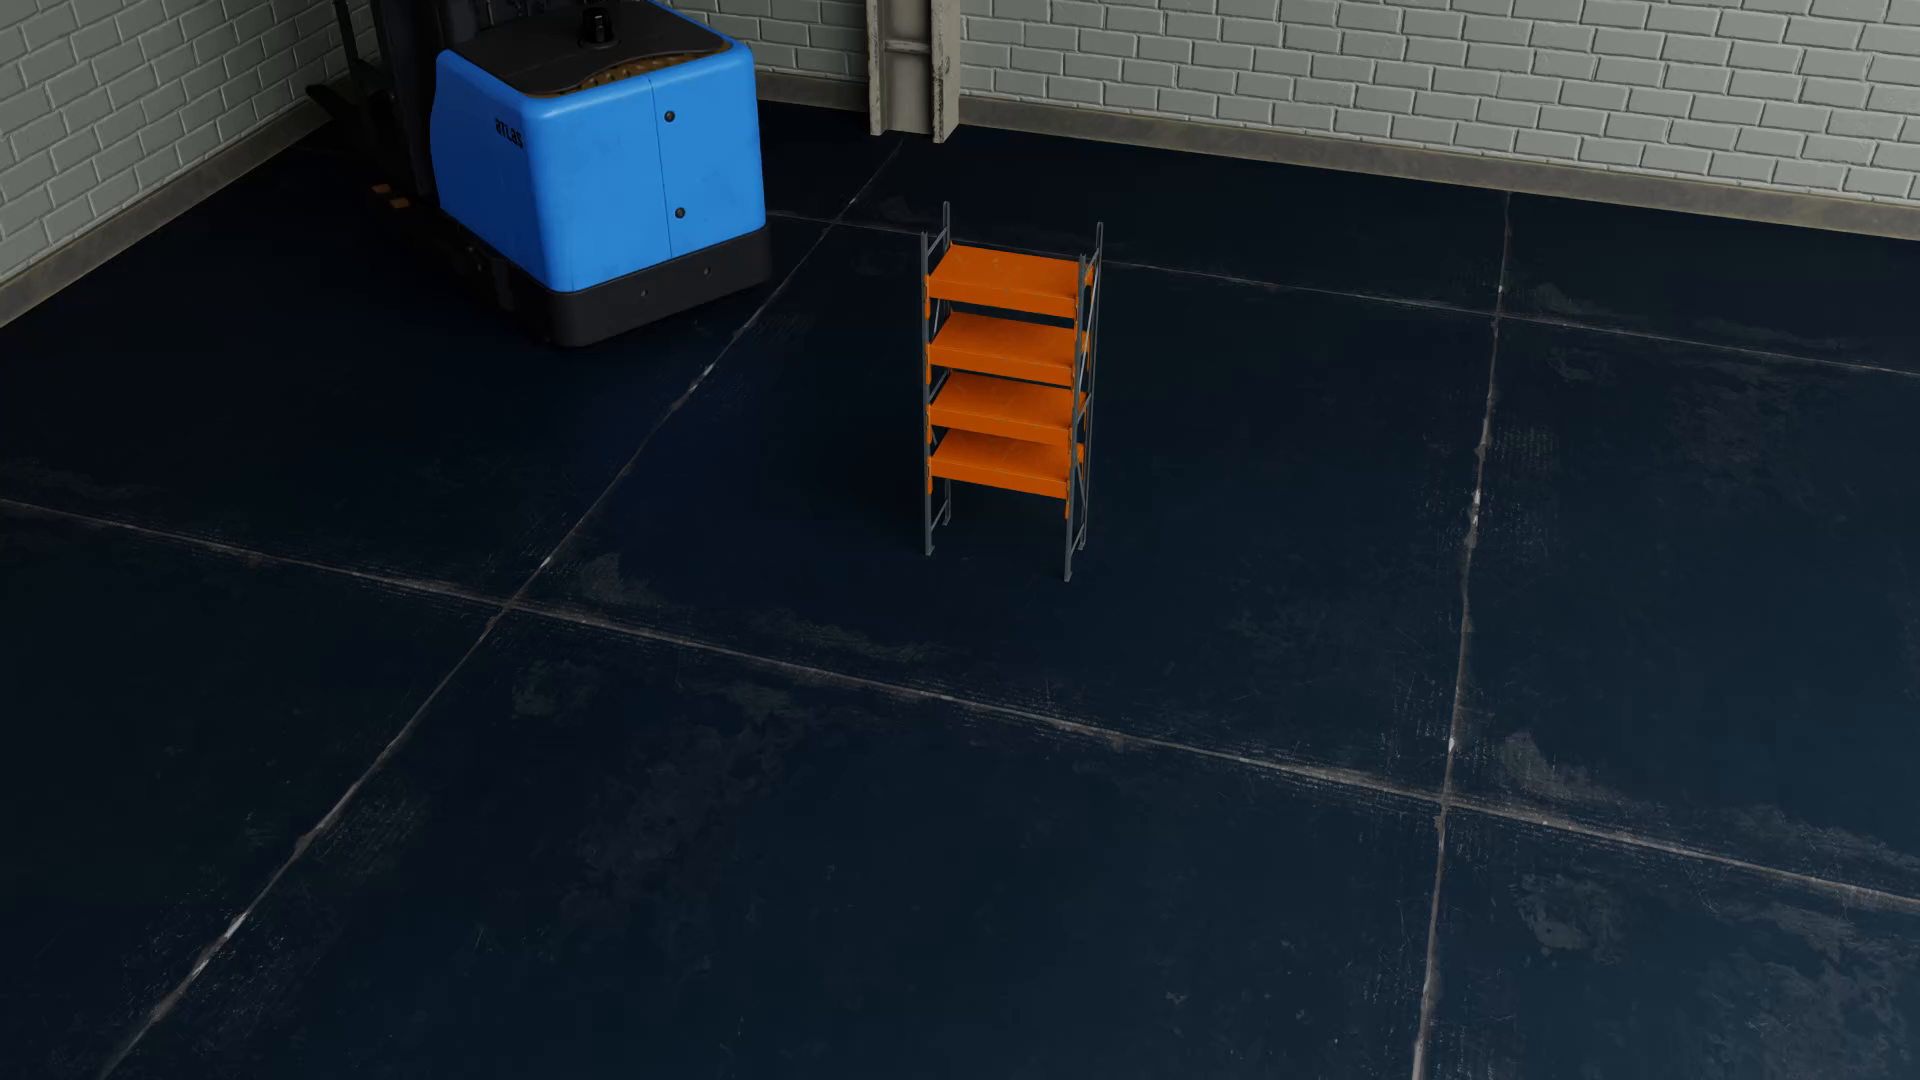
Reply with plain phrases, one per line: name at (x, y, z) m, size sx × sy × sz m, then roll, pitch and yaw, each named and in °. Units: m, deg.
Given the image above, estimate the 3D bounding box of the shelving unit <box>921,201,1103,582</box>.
shelving unit at (0.158, -0.454, 5.355) m, size 0.503 × 1.200 × 0.258 m, roll 10°, pitch 38°, yaw 14°

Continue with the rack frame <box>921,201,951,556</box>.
rack frame at (-0.075, -0.497, 5.413) m, size 0.015 × 1.200 × 0.240 m, roll 10°, pitch 38°, yaw 14°

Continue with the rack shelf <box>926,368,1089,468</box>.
rack shelf at (0.158, -0.400, 5.394) m, size 0.480 × 0.148 × 0.258 m, roll 10°, pitch 38°, yaw 14°

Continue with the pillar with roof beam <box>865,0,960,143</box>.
pillar with roof beam at (-1.517, -3.339, 2.695) m, size 0.400 × 9.000 × 9.100 m, roll 10°, pitch 38°, yaw 14°

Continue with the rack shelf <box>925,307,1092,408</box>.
rack shelf at (0.158, -0.580, 5.262) m, size 0.480 × 0.148 × 0.258 m, roll 10°, pitch 38°, yaw 14°

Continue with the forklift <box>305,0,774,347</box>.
forklift at (-2.134, -2.760, 7.027) m, size 1.130 × 2.935 × 3.031 m, roll -26°, pitch 44°, yaw -31°

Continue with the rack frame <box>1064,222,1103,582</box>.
rack frame at (0.391, -0.411, 5.296) m, size 0.015 × 1.200 × 0.240 m, roll 10°, pitch 38°, yaw 14°

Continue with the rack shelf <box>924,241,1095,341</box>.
rack shelf at (0.158, -0.770, 5.122) m, size 0.480 × 0.148 × 0.258 m, roll 10°, pitch 38°, yaw 14°

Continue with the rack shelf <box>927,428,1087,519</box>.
rack shelf at (0.158, -0.240, 5.512) m, size 0.480 × 0.148 × 0.258 m, roll 10°, pitch 38°, yaw 14°
